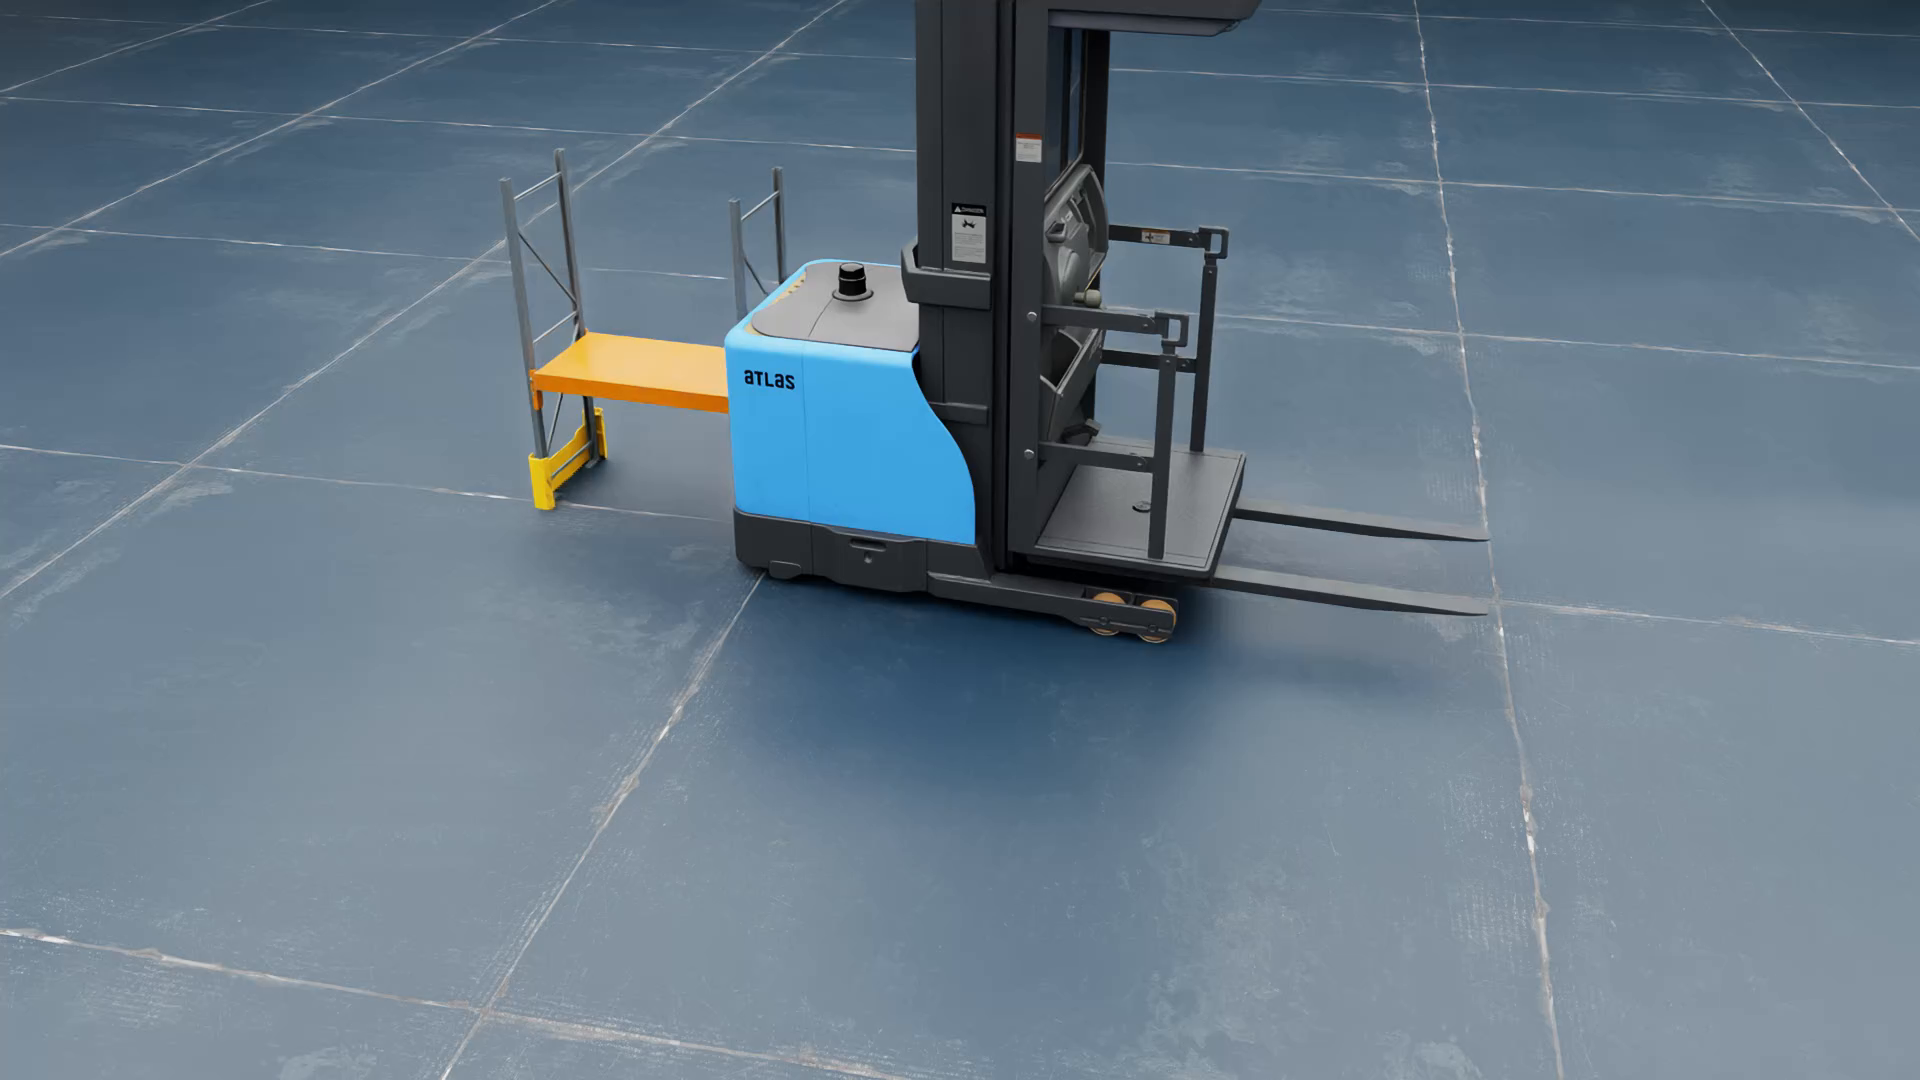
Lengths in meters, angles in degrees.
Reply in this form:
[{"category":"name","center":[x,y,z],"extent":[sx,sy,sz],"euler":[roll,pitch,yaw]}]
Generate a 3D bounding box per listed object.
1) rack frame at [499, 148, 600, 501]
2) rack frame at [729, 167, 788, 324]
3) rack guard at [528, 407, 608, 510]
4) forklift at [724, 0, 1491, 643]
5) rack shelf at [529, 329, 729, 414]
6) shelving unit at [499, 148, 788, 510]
[{"category":"rack frame","center":[-1.807,-0.932,7.391],"extent":[0.032,1.500,0.500],"euler":[8,30,14]},{"category":"rack frame","center":[-0.831,-0.796,7.141],"extent":[0.032,1.500,0.500],"euler":[8,30,14]},{"category":"rack guard","center":[-1.806,-0.384,7.691],"extent":[0.087,0.250,0.587],"euler":[8,30,14]},{"category":"forklift","center":[0.634,-1.167,6.330],"extent":[3.031,2.935,1.130],"euler":[8,30,14]},{"category":"rack shelf","center":[-1.319,-0.706,7.353],"extent":[1.000,0.185,0.538],"euler":[8,30,14]},{"category":"shelving unit","center":[-1.328,-0.865,7.269],"extent":[1.083,1.500,0.587],"euler":[8,30,14]}]
